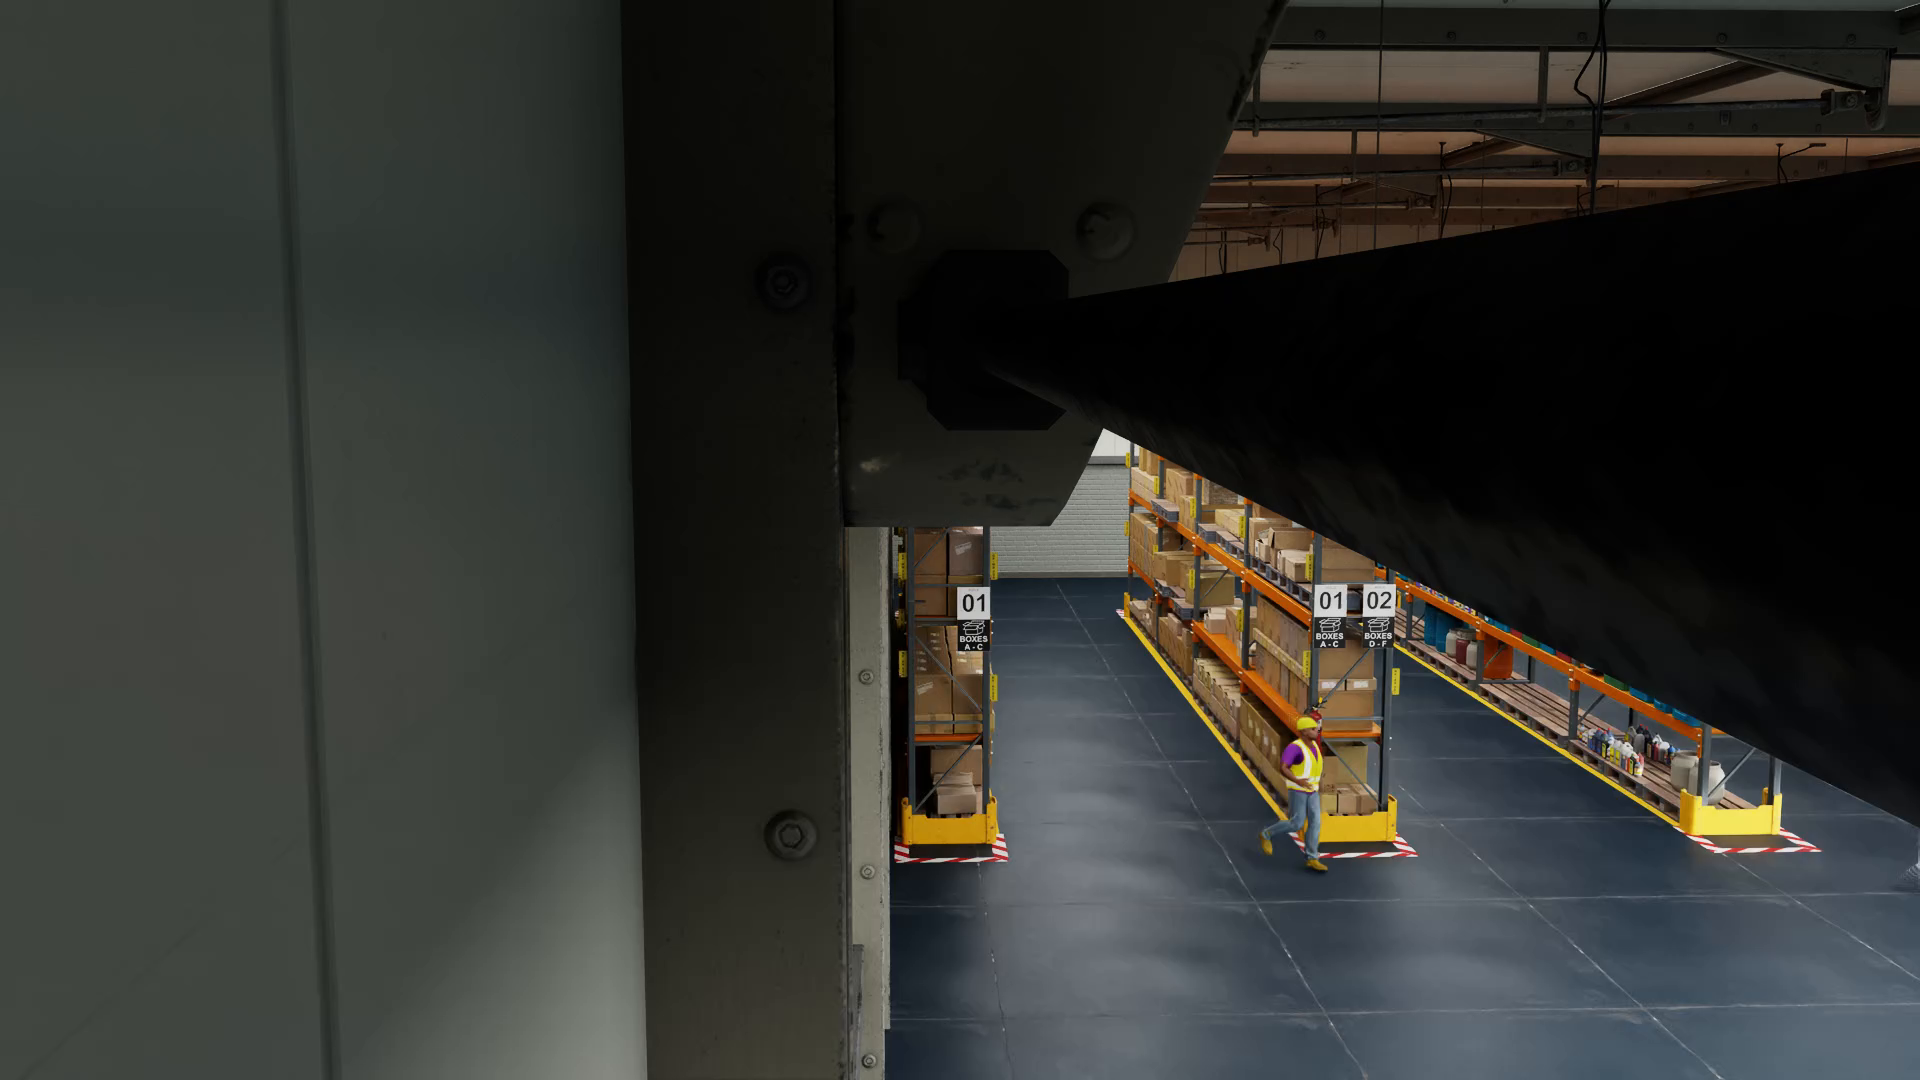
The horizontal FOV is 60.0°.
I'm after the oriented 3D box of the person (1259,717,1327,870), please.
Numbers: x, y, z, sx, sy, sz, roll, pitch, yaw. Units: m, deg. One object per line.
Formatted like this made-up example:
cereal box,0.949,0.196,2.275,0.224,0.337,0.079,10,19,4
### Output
person,4.079,2.958,19.686,0.765,1.724,0.915,-7,10,-44
